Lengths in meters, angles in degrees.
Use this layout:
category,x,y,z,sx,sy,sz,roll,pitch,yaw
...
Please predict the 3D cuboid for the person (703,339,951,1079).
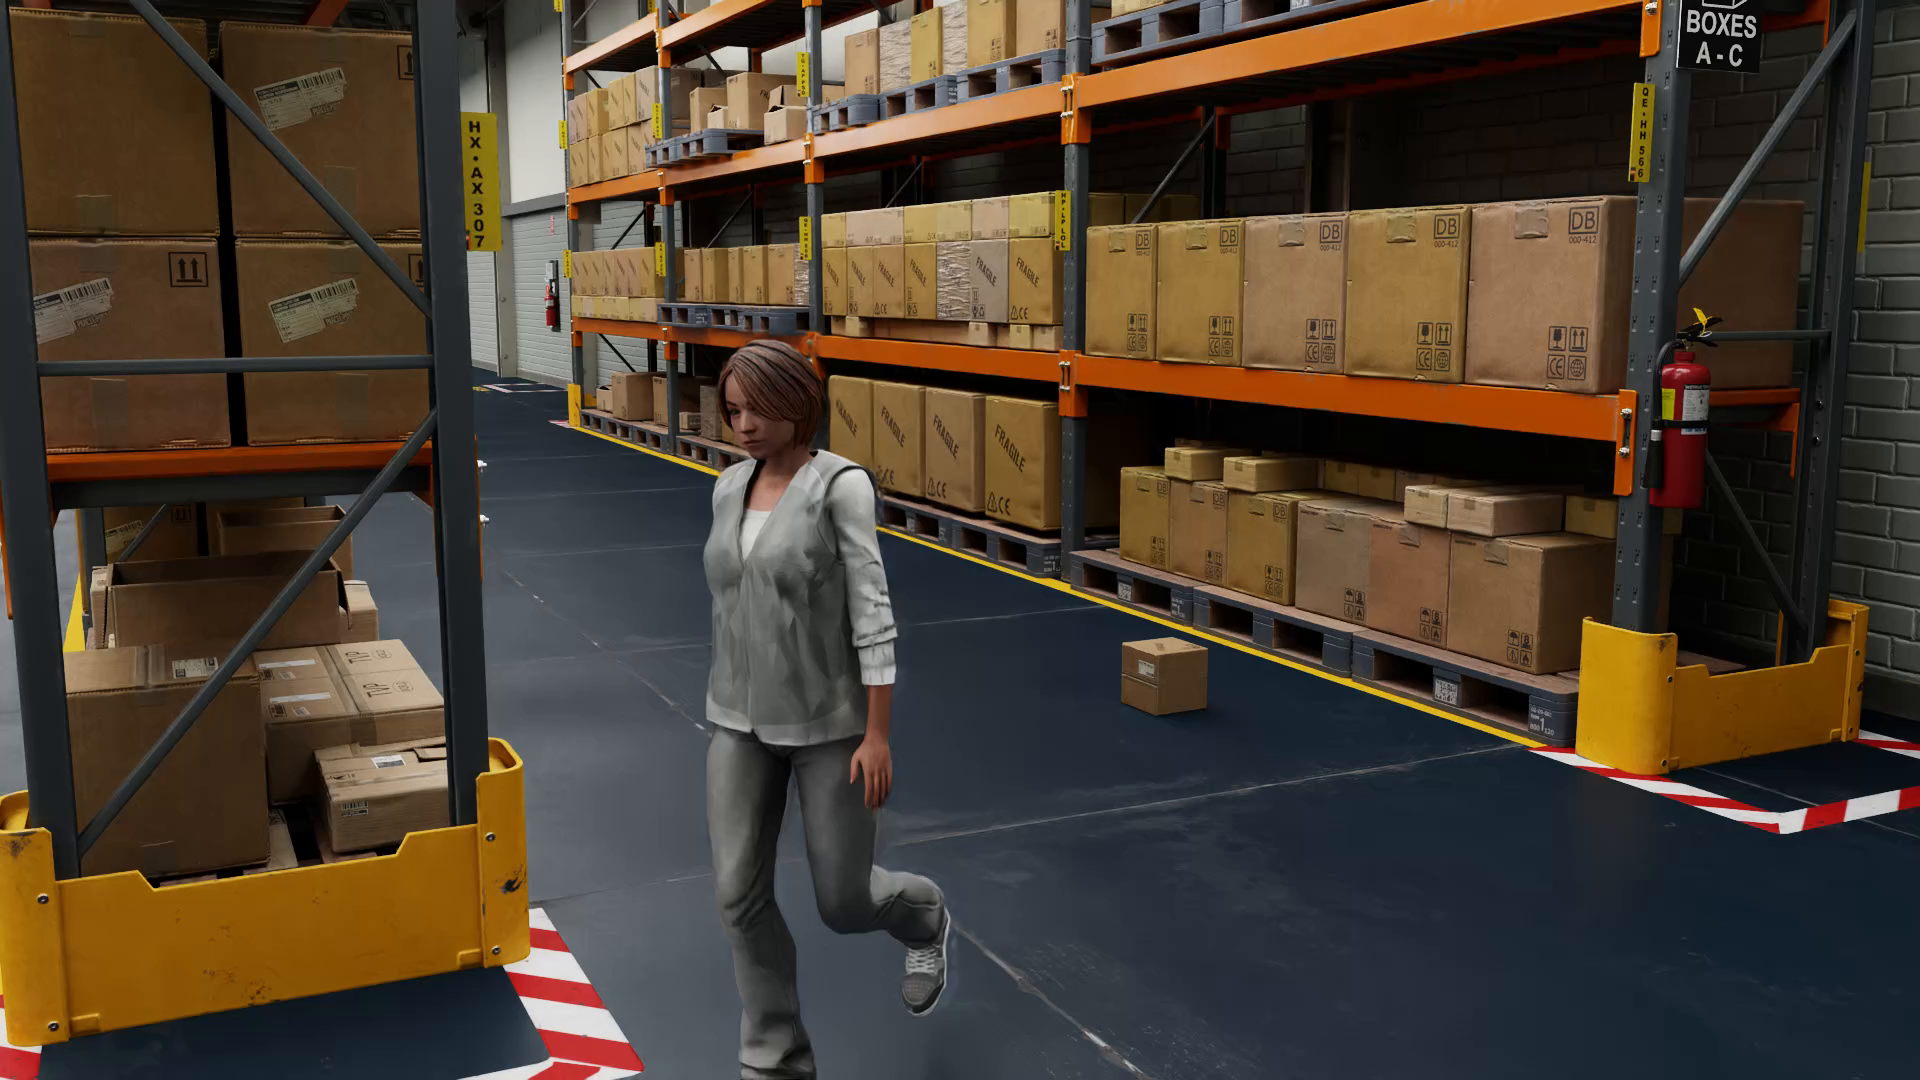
category,x,y,z,sx,sy,sz,roll,pitch,yaw
person,-0.294,0.373,3.402,0.453,1.558,0.746,5,10,27
